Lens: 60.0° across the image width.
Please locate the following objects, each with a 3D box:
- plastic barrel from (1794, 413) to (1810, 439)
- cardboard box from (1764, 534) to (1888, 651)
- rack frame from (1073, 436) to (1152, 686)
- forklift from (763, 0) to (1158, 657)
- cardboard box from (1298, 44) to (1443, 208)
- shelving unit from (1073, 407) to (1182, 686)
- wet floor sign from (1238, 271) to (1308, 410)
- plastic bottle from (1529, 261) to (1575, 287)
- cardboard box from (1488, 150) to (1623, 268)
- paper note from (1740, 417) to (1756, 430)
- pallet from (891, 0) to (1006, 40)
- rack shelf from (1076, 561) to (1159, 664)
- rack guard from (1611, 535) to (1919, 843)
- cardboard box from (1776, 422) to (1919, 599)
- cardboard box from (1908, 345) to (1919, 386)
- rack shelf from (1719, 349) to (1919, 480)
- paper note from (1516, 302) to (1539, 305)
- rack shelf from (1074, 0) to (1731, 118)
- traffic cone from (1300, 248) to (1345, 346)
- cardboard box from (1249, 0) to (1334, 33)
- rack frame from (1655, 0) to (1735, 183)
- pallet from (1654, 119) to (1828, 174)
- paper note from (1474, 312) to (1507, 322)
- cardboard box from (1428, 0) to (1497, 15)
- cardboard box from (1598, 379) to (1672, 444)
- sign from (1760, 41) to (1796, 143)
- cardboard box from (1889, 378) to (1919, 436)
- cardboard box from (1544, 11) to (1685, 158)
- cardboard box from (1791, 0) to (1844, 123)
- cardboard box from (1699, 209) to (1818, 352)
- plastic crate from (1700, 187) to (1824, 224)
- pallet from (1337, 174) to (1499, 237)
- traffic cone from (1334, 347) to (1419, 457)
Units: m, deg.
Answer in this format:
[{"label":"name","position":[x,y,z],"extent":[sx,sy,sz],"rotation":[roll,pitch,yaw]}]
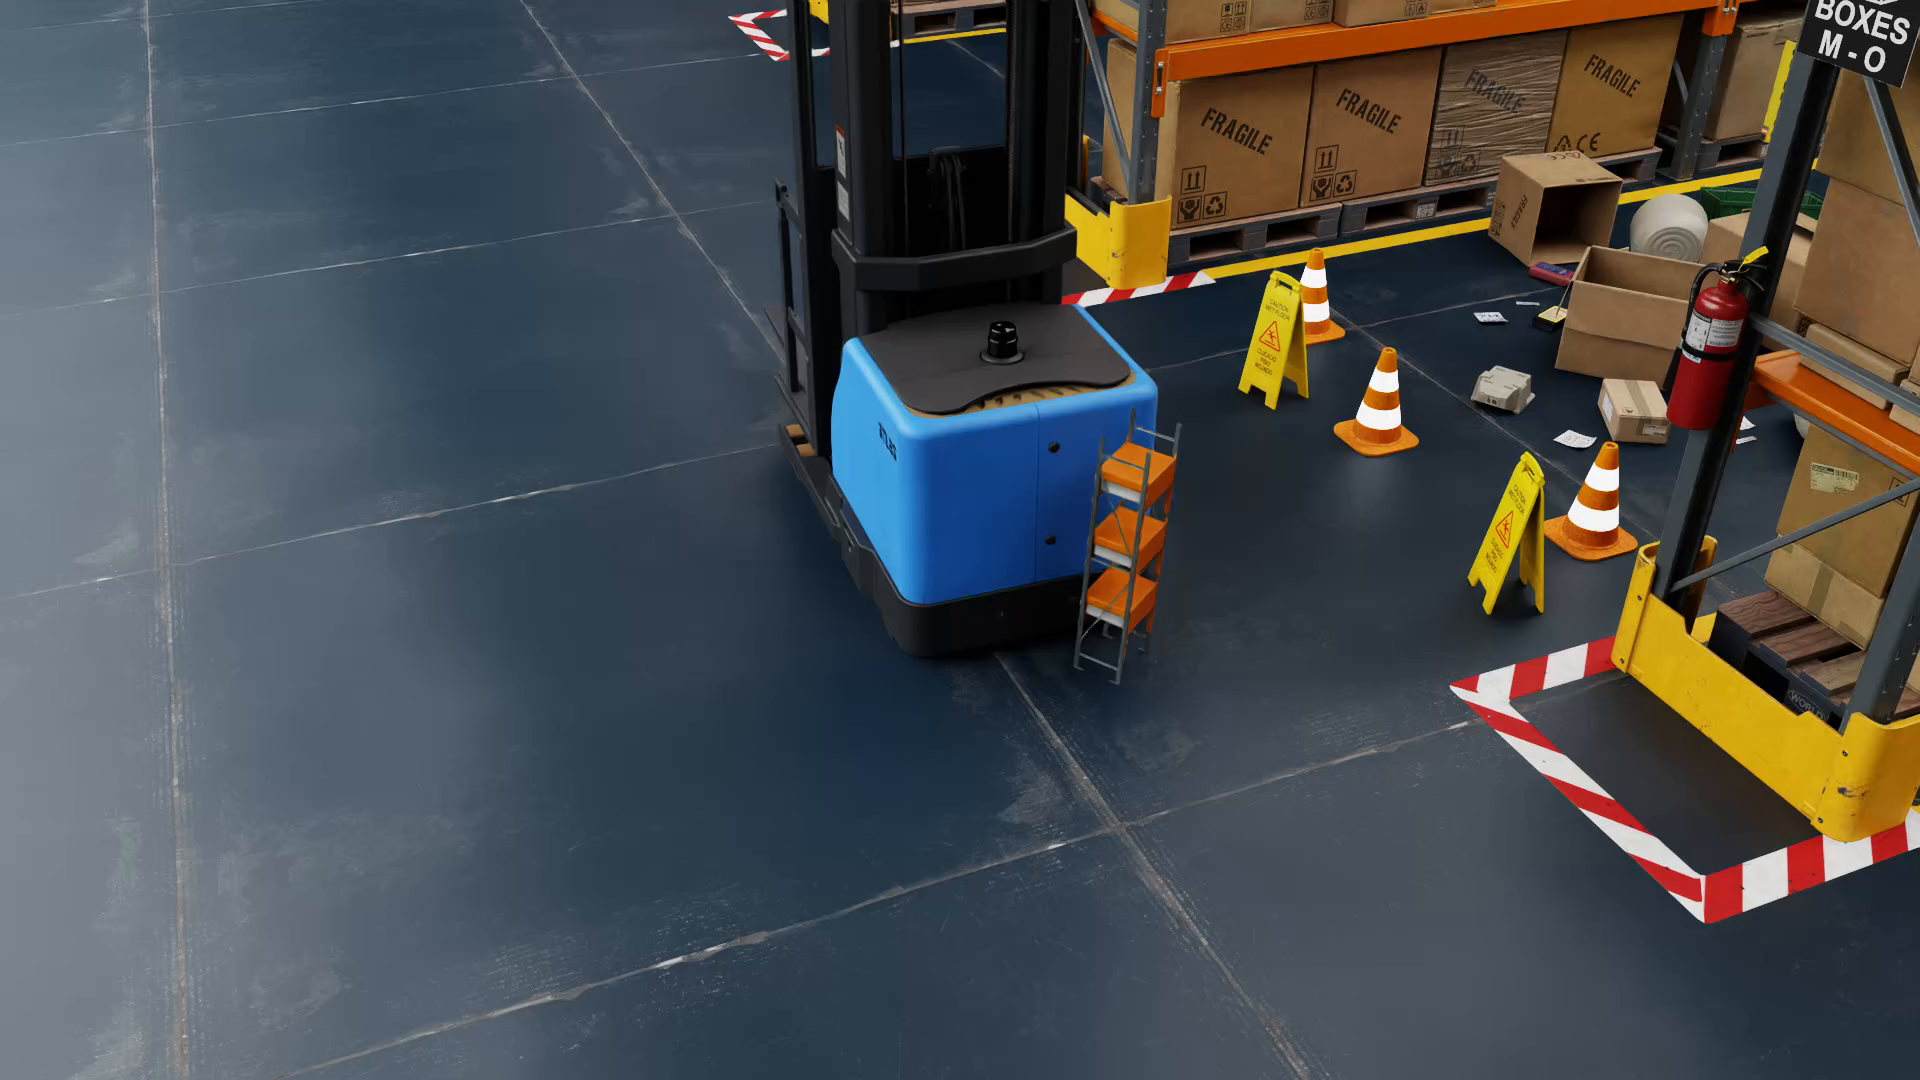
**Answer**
[{"label":"plastic barrel","position":[4.168,-0.647,7.856],"extent":[0.421,0.421,0.512],"rotation":[10,34,14]},{"label":"cardboard box","position":[3.513,0.136,6.427],"extent":[0.500,0.250,0.500],"rotation":[-13,35,-19]},{"label":"rack frame","position":[0.554,0.096,6.129],"extent":[0.200,1.050,0.008],"rotation":[22,39,24]},{"label":"forklift","position":[-0.211,-1.574,6.982],"extent":[1.130,2.935,3.031],"rotation":[-11,35,-16]},{"label":"cardboard box","position":[2.250,-2.646,10.129],"extent":[0.875,0.875,0.875],"rotation":[-13,35,-20]},{"label":"shelving unit","position":[0.618,0.039,6.216],"extent":[0.215,1.050,0.252],"rotation":[22,39,24]},{"label":"wet floor sign","position":[1.580,-1.009,8.208],"extent":[0.232,0.644,0.267],"rotation":[-19,38,-27]},{"label":"plastic bottle","position":[3.419,-1.514,9.521],"extent":[0.133,0.061,0.283],"rotation":[-27,42,-35]},{"label":"cardboard box","position":[3.494,-1.951,9.788],"extent":[0.500,0.500,0.500],"rotation":[-7,34,-11]},{"label":"paper note","position":[3.792,-0.585,8.131],"extent":[0.142,0.019,0.148],"rotation":[-2,33,-2]},{"label":"pallet","position":[-0.154,-4.514,13.993],"extent":[1.213,0.211,1.003],"rotation":[-13,35,-19]},{"label":"rack shelf","position":[0.604,0.275,6.381],"extent":[0.215,0.259,0.240],"rotation":[22,39,24]},{"label":"rack guard","position":[2.920,0.502,6.020],"extent":[0.348,0.500,1.175],"rotation":[-13,35,-19]},{"label":"cardboard box","position":[3.487,-0.167,6.206],"extent":[0.500,0.500,0.500],"rotation":[-13,35,-19]},{"label":"cardboard box","position":[3.394,-0.656,5.144],"extent":[0.500,0.500,0.500],"rotation":[-13,35,-20]},{"label":"rack shelf","position":[4.694,-0.650,6.158],"extent":[4.000,0.370,1.077],"rotation":[-13,35,-19]},{"label":"paper note","position":[3.165,-1.318,9.267],"extent":[0.123,0.001,0.032],"rotation":[4,33,6]},{"label":"rack shelf","position":[2.684,-3.118,9.951],"extent":[4.000,0.370,1.077],"rotation":[-13,35,-19]},{"label":"traffic cone","position":[1.880,-1.332,8.873],"extent":[0.334,0.463,0.336],"rotation":[-13,35,-19]},{"label":"cardboard box","position":[1.663,-3.288,9.416],"extent":[0.550,0.550,0.875],"rotation":[-13,35,-19]},{"label":"rack frame","position":[4.528,-3.842,10.404],"extent":[0.127,3.000,1.000],"rotation":[-13,35,-19]},{"label":"pallet","position":[5.211,-2.874,11.473],"extent":[1.213,0.211,1.003],"rotation":[-13,35,-19]},{"label":"paper note","position":[2.905,-1.220,9.099],"extent":[0.142,0.017,0.144],"rotation":[-2,33,-2]},{"label":"cardboard box","position":[2.701,-3.476,9.704],"extent":[0.500,0.550,0.875],"rotation":[-13,35,-19]},{"label":"cardboard box","position":[3.275,-0.627,8.077],"extent":[0.250,0.149,0.380],"rotation":[4,33,6]},{"label":"sign","position":[2.653,-1.430,5.347],"extent":[0.005,0.325,0.100],"rotation":[-13,35,-19]},{"label":"cardboard box","position":[3.243,-0.392,5.332],"extent":[0.250,0.149,0.380],"rotation":[-13,35,-19]},{"label":"cardboard box","position":[3.921,-3.030,10.719],"extent":[0.875,0.875,0.875],"rotation":[-12,35,-18]},{"label":"cardboard box","position":[5.957,-3.453,11.484],"extent":[0.750,0.750,1.050],"rotation":[-13,35,-19]},{"label":"cardboard box","position":[4.348,-1.385,8.793],"extent":[0.503,0.637,0.797],"rotation":[-13,35,-19]},{"label":"plastic crate","position":[4.875,-1.992,10.086],"extent":[0.662,0.188,0.450],"rotation":[4,23,6]},{"label":"pallet","position":[2.670,-2.292,10.579],"extent":[1.213,0.211,1.003],"rotation":[-13,35,-19]},{"label":"traffic cone","position":[2.003,-0.692,7.889],"extent":[0.334,0.463,0.336],"rotation":[-13,35,-19]}]
